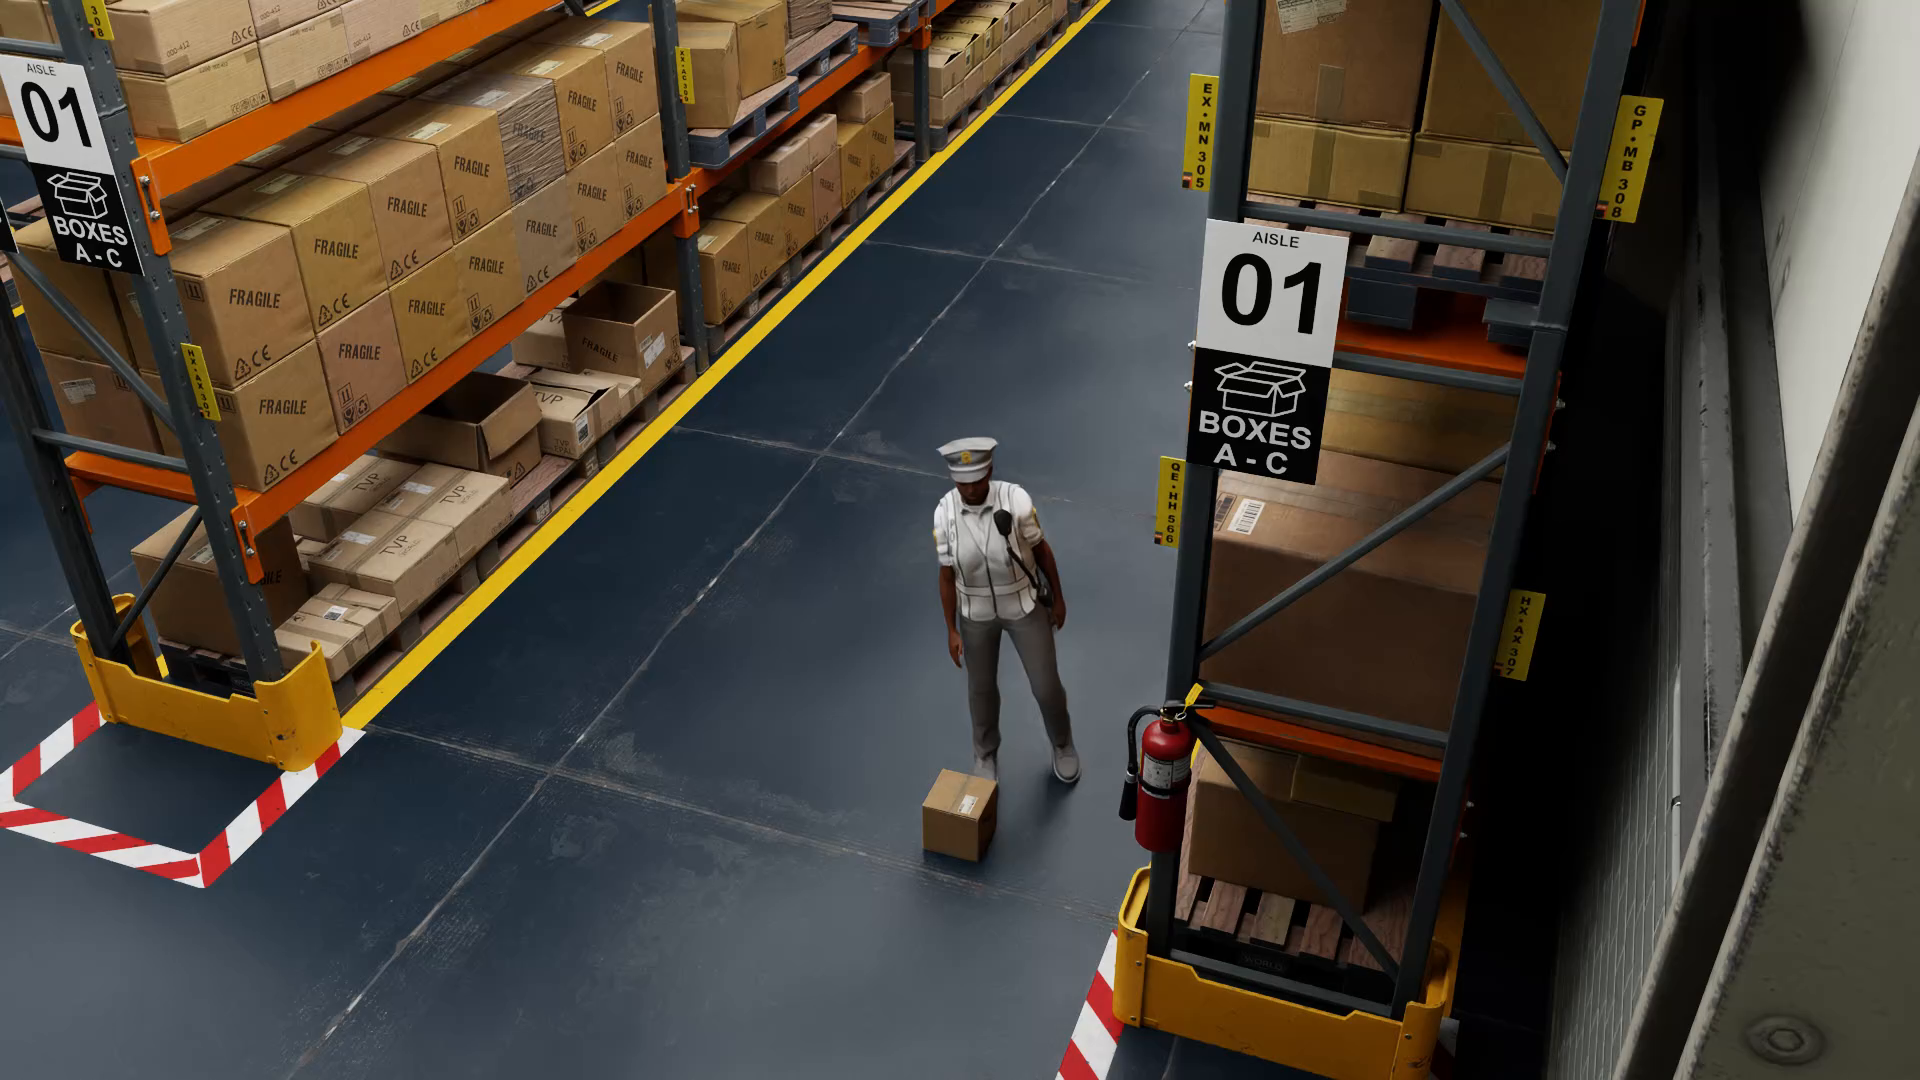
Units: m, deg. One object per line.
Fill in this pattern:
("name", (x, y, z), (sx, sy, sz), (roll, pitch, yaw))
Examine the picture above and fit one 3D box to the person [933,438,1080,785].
("person", (0.209, 0.328, 7.024), (0.665, 1.680, 0.402), (6, 34, 9))
